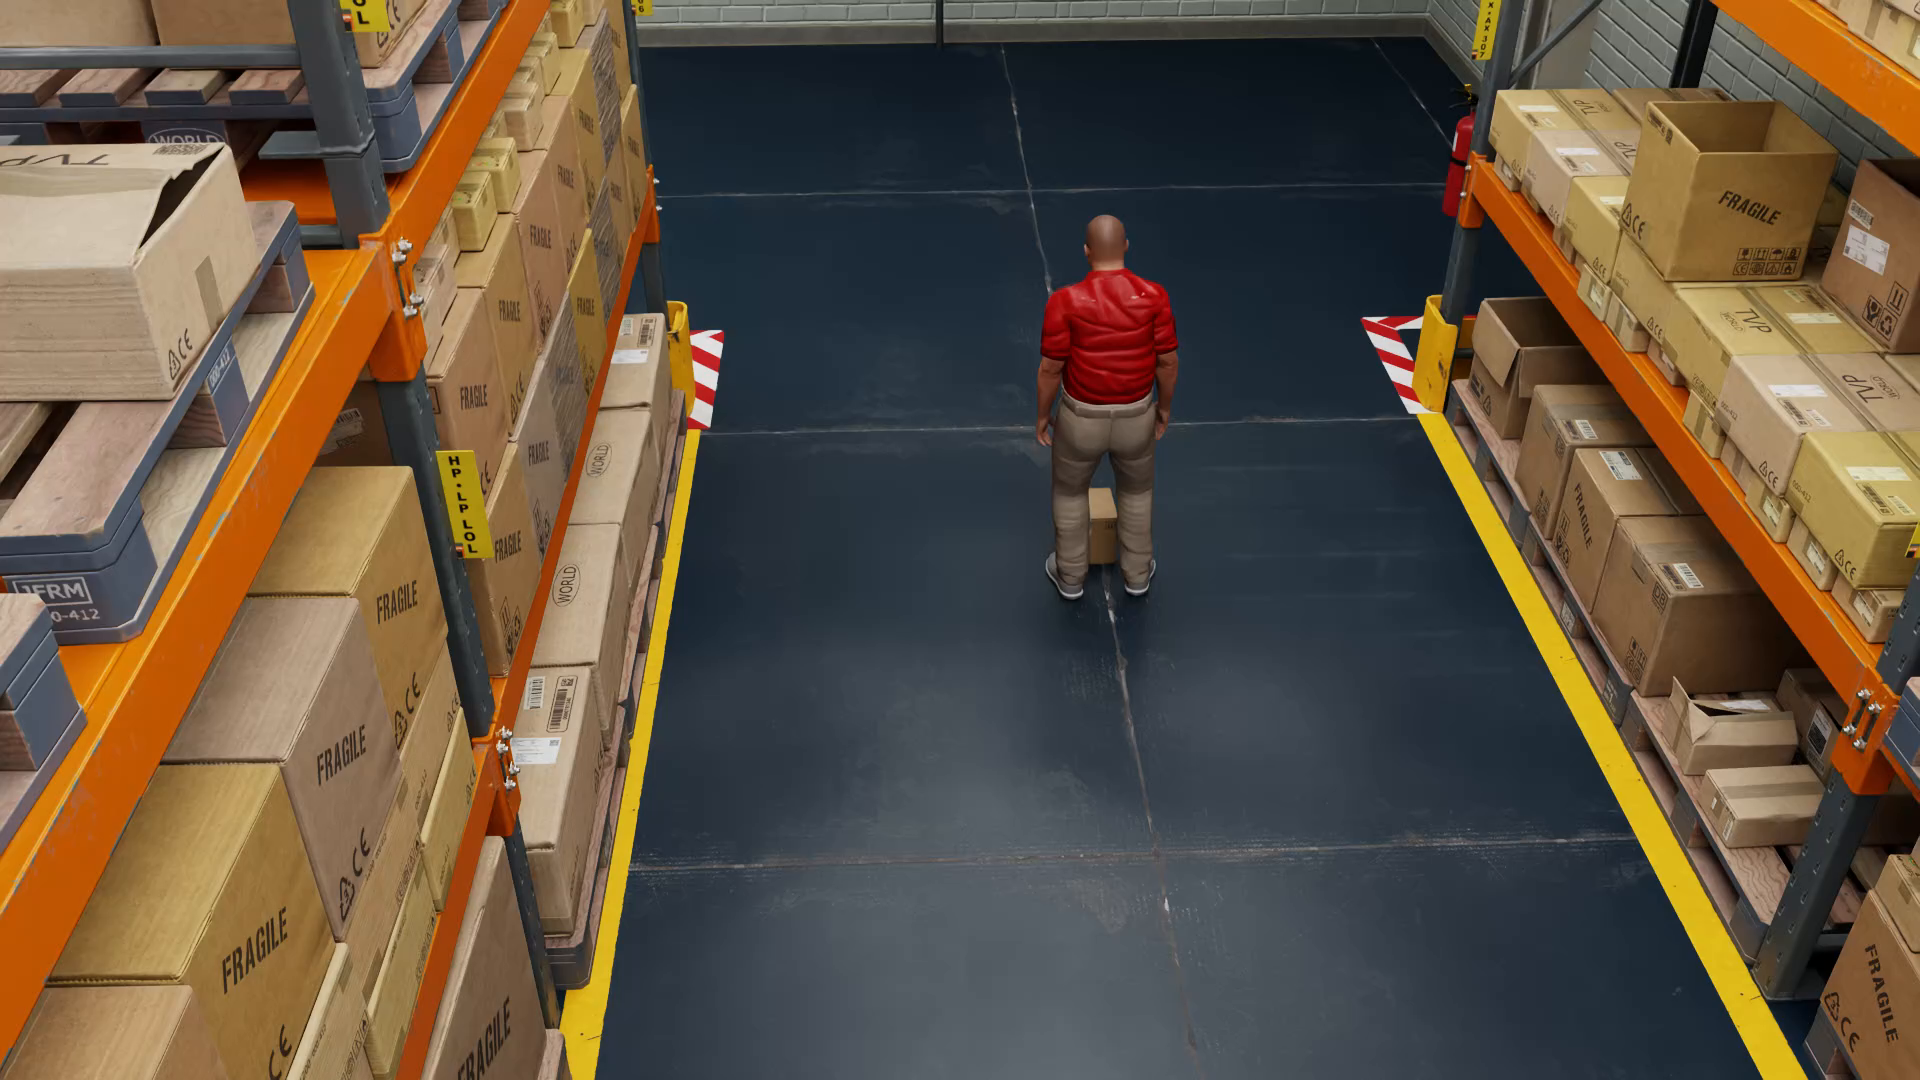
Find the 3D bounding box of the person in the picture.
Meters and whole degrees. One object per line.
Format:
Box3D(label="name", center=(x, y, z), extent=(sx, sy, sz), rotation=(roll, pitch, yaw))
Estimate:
Box3D(label="person", center=(0.597, -0.516, 6.895), extent=(0.584, 1.725, 0.391), rotation=(-3, 35, -4))
